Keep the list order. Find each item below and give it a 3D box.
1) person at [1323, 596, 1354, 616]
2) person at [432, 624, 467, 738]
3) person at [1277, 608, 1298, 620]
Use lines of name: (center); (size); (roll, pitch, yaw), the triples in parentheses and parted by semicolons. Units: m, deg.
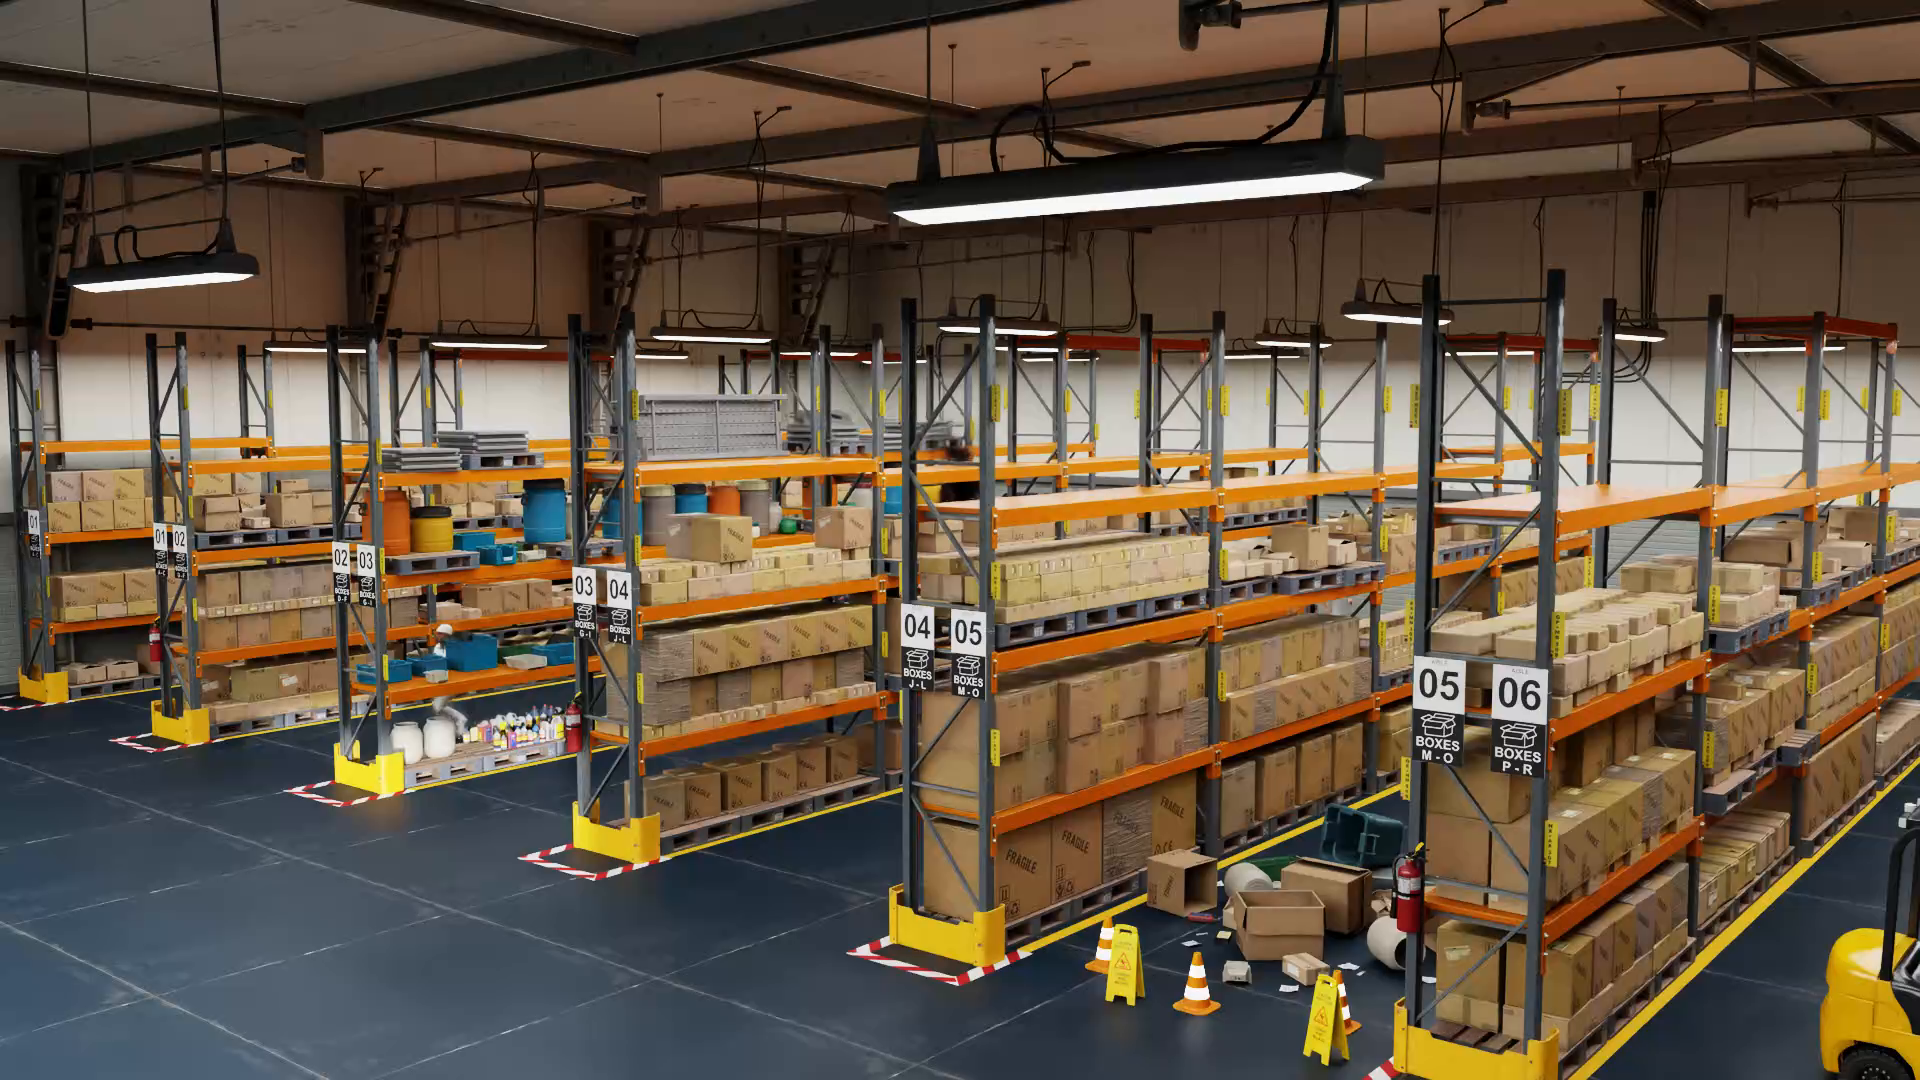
person: (7.288, 1.447, 31.903); (0.594, 1.659, 0.991); (-3, 6, -30)
person: (-7.595, 2.097, 24.492); (0.674, 1.721, 0.569); (4, 7, 39)
person: (5.415, 1.858, 27.156); (0.723, 1.739, 0.799); (3, 6, 29)
